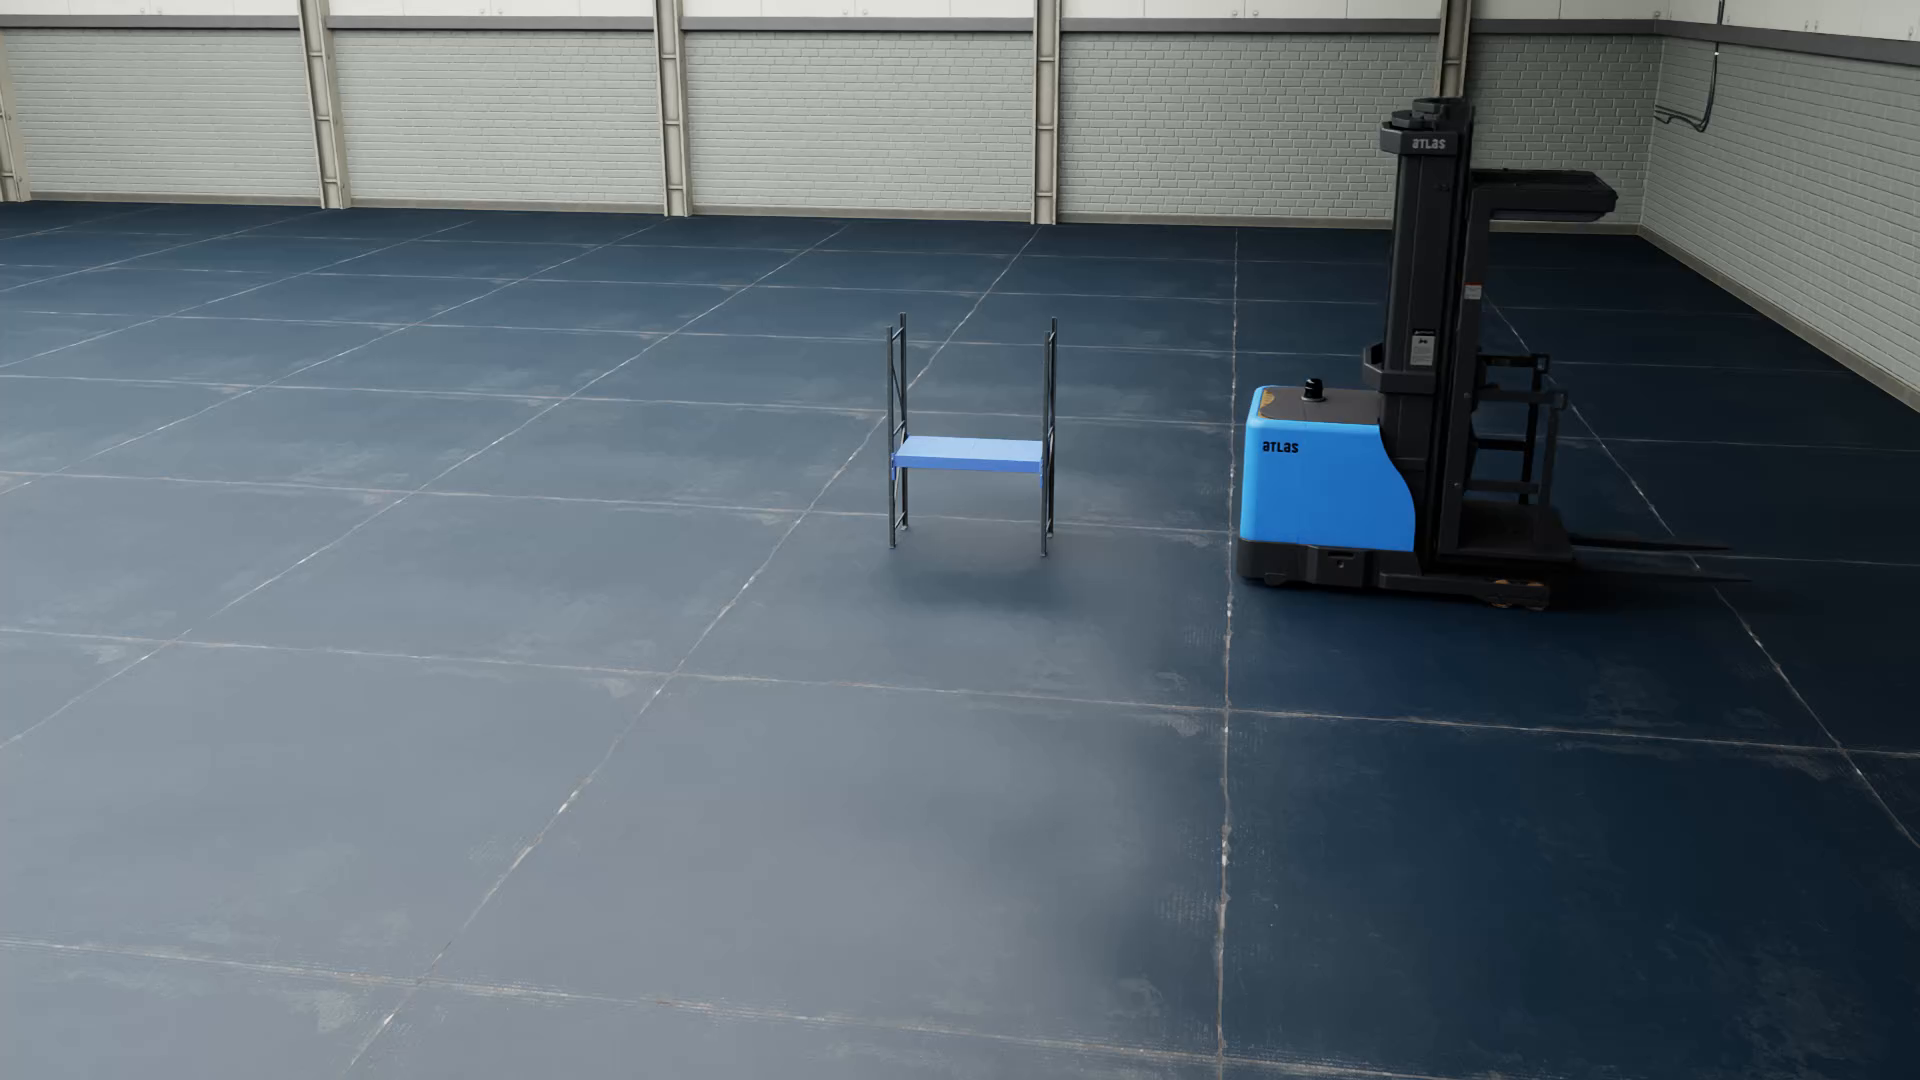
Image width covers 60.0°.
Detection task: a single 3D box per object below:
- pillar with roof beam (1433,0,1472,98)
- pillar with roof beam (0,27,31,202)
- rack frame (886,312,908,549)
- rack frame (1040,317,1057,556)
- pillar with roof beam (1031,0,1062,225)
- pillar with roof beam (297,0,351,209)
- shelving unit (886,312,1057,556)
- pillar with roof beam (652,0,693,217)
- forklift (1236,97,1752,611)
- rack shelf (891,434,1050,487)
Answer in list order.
[{"bbox_3d":[6.573,-7.623,19.902,0.400,9.000,9.100,3,19,9],"label":"pillar with roof beam"},{"bbox_3d":[-17.123,-8.830,23.512,0.400,9.000,9.100,3,19,9],"label":"pillar with roof beam"},{"bbox_3d":[-0.418,-0.733,11.129,0.032,1.500,0.500,3,19,9],"label":"rack frame"},{"bbox_3d":[0.586,-0.681,10.976,0.032,1.500,0.500,3,19,9],"label":"rack frame"},{"bbox_3d":[0.649,-7.924,20.805,0.400,9.000,9.100,3,19,9],"label":"pillar with roof beam"},{"bbox_3d":[-11.199,-8.528,22.610,0.400,9.000,9.100,3,19,9],"label":"pillar with roof beam"},{"bbox_3d":[0.084,-0.707,11.052,1.048,1.500,0.538,3,19,9],"label":"shelving unit"},{"bbox_3d":[-5.275,-8.226,21.707,0.400,9.000,9.100,3,19,9],"label":"pillar with roof beam"},{"bbox_3d":[3.312,-1.149,10.119,3.031,2.935,1.130,4,19,12],"label":"forklift"},{"bbox_3d":[0.084,-0.536,11.109,1.000,0.185,0.538,3,19,9],"label":"rack shelf"}]
